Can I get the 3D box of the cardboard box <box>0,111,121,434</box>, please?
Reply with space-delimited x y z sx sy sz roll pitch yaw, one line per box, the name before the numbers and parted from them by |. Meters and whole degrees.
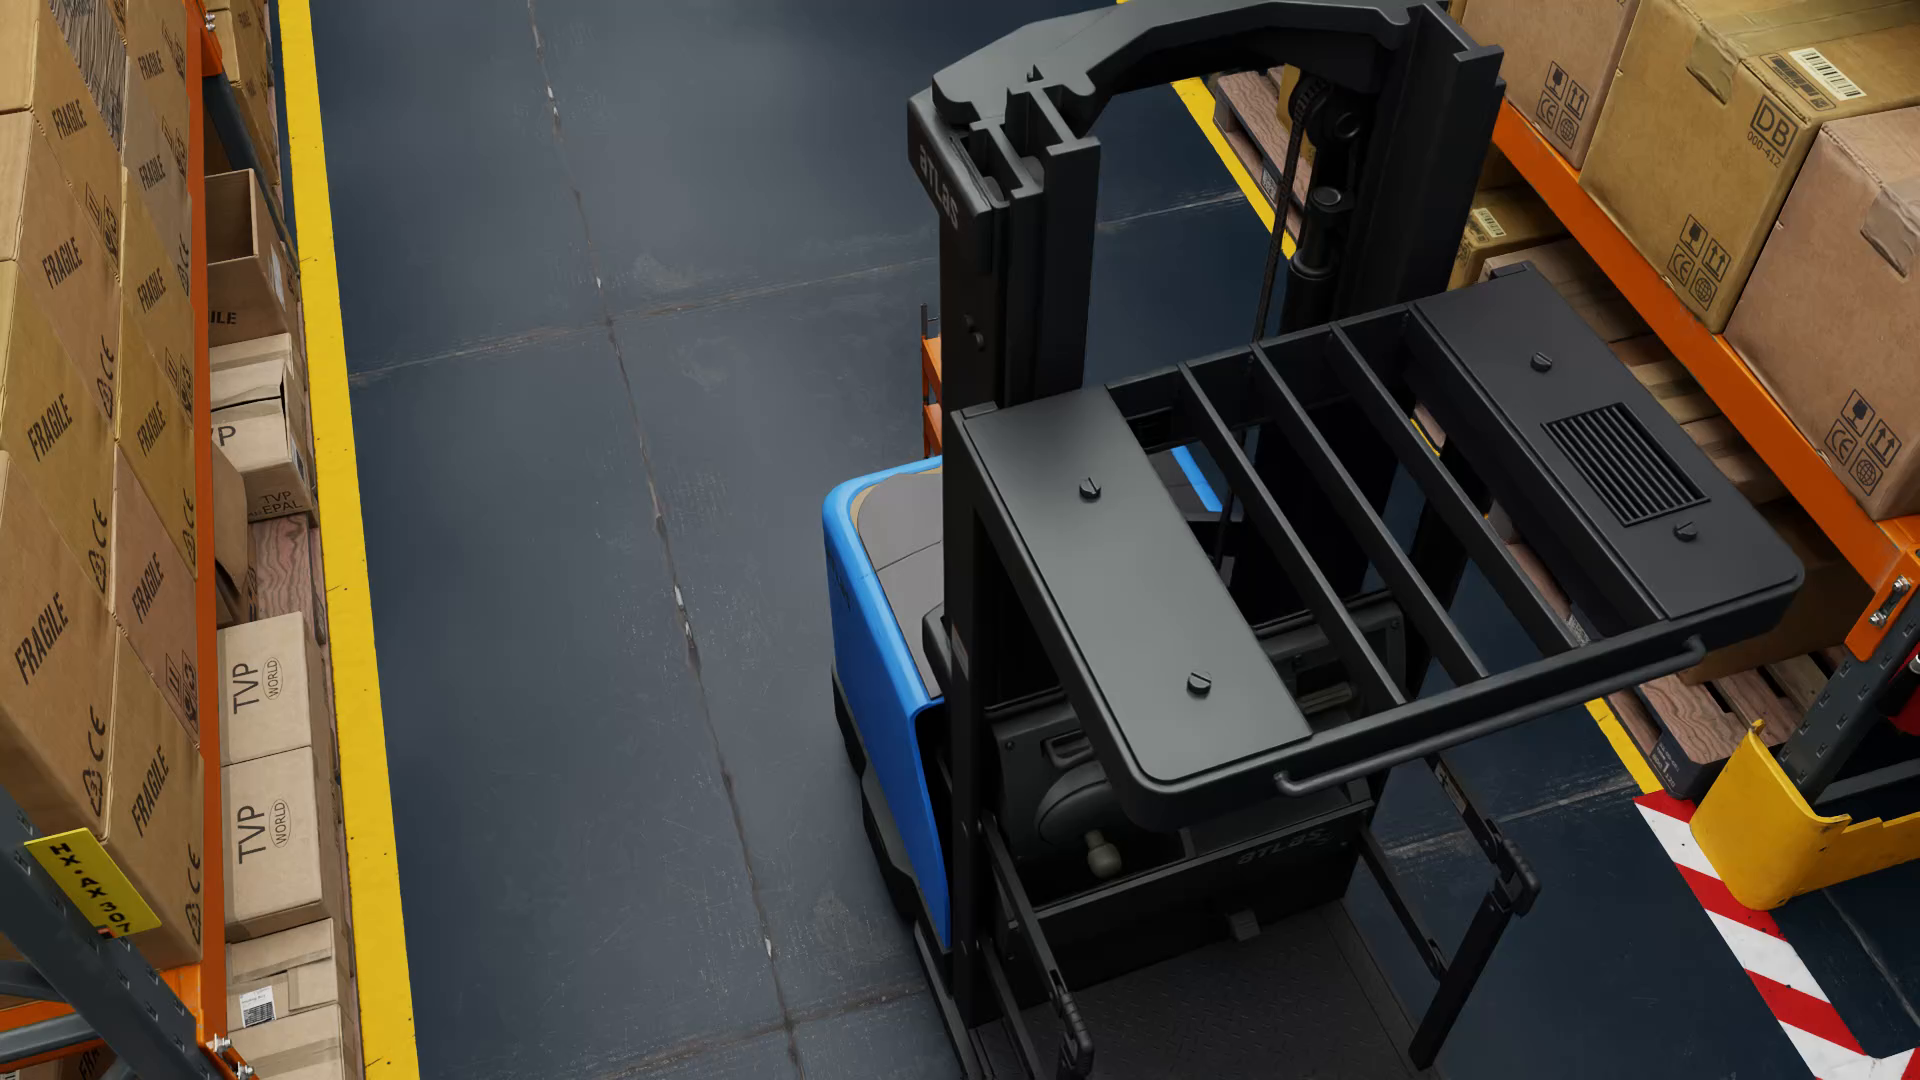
cardboard box | -2.129 -0.512 3.500 0.500 0.500 0.500 -13 51 -10

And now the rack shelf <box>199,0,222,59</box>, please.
rack shelf | -3.719 -3.177 6.937 1.077 0.370 4.000 -13 51 -11

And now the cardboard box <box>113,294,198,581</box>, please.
cardboard box | -2.128 -0.186 3.879 0.500 0.500 0.500 -13 51 -11

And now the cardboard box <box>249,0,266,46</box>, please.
cardboard box | -3.347 -2.446 7.198 0.500 0.500 0.500 -13 51 -11

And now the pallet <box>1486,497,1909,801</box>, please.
pallet | 2.475 0.183 5.458 1.003 0.211 1.213 -13 51 -11

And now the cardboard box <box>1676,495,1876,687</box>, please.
cardboard box | 2.483 0.032 5.121 0.700 0.500 0.500 -13 51 -11

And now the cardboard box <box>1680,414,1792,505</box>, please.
cardboard box | 2.271 -0.229 4.918 0.380 0.149 0.250 -14 51 -11

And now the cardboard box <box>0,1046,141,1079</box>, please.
cardboard box | -2.341 1.296 4.043 0.500 0.500 0.500 -13 51 -11

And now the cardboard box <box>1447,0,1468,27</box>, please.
cardboard box | 1.959 -2.233 5.475 0.980 0.700 0.700 -14 51 -12

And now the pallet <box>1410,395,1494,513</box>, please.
pallet | 2.118 -0.706 6.208 1.003 0.211 1.213 -13 51 -11

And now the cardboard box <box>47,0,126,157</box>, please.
cardboard box | -2.428 -1.250 4.123 0.500 0.500 0.500 -13 51 -11

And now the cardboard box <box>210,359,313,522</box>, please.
cardboard box | -2.467 -0.324 5.532 0.500 0.311 0.500 -13 51 -11

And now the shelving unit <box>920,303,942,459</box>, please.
shelving unit | 0.016 -0.299 5.316 0.215 1.050 0.252 -13 51 -11

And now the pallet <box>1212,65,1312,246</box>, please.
pallet | 1.753 -1.599 6.960 1.003 0.211 1.213 -13 51 -11

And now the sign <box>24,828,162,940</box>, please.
sign | -1.427 0.571 2.740 0.100 0.325 0.005 -13 51 -11

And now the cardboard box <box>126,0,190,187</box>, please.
cardboard box | -2.581 -1.297 4.816 0.500 0.500 0.500 -12 51 -10

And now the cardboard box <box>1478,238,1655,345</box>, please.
cardboard box | 2.186 -0.700 5.739 0.700 0.500 0.500 -15 51 -12

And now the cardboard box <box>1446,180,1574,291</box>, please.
cardboard box | 2.021 -1.088 6.066 0.700 0.500 0.500 -12 51 -10

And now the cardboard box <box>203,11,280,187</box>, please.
cardboard box | -3.038 -1.693 6.562 0.500 0.500 0.500 -15 52 -13

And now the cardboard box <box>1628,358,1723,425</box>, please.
cardboard box | 2.195 -0.416 5.075 0.380 0.149 0.250 -12 51 -10

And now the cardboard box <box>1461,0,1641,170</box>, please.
cardboard box | 2.183 -1.704 5.029 0.980 0.700 0.700 -16 52 -13

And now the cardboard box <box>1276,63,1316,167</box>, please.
cardboard box | 1.726 -1.831 6.692 0.700 0.500 0.500 -13 51 -11

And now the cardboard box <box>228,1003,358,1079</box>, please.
cardboard box | -1.741 1.367 4.213 0.380 0.149 0.250 -13 51 -11

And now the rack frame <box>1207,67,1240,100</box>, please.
rack frame | 1.603 -3.071 6.377 1.000 3.000 0.127 -13 51 -11

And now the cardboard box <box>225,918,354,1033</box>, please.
cardboard box | -1.814 1.179 4.360 0.380 0.166 0.250 -13 51 -11

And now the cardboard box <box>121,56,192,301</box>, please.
cardboard box | -2.427 -0.922 4.500 0.500 0.500 0.500 -12 51 -10

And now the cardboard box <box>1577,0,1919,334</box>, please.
cardboard box | 2.400 -1.145 4.557 0.980 0.700 0.700 -14 51 -11

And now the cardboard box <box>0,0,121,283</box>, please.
cardboard box | -2.280 -0.882 3.813 0.500 0.500 0.500 -14 51 -11

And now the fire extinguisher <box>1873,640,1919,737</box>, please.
fire extinguisher | 2.390 0.210 3.905 0.296 0.674 0.183 -13 51 -11

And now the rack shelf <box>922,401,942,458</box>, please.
rack shelf | 0.016 -0.293 5.324 0.215 0.259 0.240 -13 51 -11

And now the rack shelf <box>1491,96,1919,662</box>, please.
rack shelf | 2.195 -1.378 5.421 1.077 0.370 4.000 -13 51 -11

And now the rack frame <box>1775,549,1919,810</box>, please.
rack frame | 2.786 -0.150 3.914 1.000 3.000 0.127 -13 51 -11

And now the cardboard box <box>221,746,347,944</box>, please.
cardboard box | -1.983 0.891 4.547 0.500 0.250 0.500 -13 51 -11

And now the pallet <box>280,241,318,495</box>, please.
pallet | -2.926 -0.548 6.074 1.003 0.211 1.213 -13 51 -11

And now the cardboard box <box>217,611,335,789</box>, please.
cardboard box | -2.131 0.526 4.855 0.500 0.250 0.500 -13 51 -11

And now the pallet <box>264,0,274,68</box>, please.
pallet | -3.769 -2.528 7.743 1.003 0.211 1.213 -13 51 -11

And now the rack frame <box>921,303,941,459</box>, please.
rack frame | -0.020 -0.388 5.391 0.200 1.050 0.008 -13 51 -11

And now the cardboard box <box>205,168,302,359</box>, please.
cardboard box | -2.688 -0.932 5.921 0.500 0.500 0.500 -13 51 -11

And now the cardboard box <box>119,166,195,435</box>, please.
cardboard box | -2.274 -0.551 4.187 0.500 0.500 0.500 -13 51 -10

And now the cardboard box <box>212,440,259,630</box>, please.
cardboard box | -2.567 0.086 5.061 0.797 0.503 0.637 -13 51 -11

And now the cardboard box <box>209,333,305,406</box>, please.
cardboard box | -2.520 -0.559 5.836 0.380 0.149 0.250 -13 51 -11

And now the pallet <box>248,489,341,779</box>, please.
pallet | -2.561 0.345 5.321 1.003 0.211 1.213 -13 51 -11

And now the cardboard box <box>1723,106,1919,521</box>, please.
cardboard box | 2.626 -0.616 4.112 0.980 0.700 0.700 -11 51 -9

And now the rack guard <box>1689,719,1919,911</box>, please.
rack guard | 2.793 0.674 4.855 1.175 0.500 0.348 -13 51 -11

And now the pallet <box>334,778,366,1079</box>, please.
pallet | -2.204 1.235 4.571 1.003 0.211 1.213 -13 51 -11

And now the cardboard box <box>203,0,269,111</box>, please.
cardboard box | -3.207 -2.080 6.889 0.500 0.500 0.500 -13 51 -10

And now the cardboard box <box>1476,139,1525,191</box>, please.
cardboard box | 1.808 -1.368 5.877 0.380 0.149 0.250 -15 51 -12

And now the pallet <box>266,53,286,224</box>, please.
pallet | -3.405 -1.635 6.990 1.003 0.211 1.213 -13 51 -11

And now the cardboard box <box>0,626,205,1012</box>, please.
cardboard box | -1.824 0.557 3.253 0.500 0.500 0.500 -12 51 -10

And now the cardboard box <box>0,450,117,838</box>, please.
cardboard box | -1.824 0.235 2.871 0.500 0.500 0.500 -12 51 -10

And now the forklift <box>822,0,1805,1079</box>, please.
forklift | 0.597 0.534 3.383 1.130 2.935 3.031 -16 52 -13

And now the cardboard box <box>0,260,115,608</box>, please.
cardboard box | -1.986 -0.145 3.191 0.500 0.500 0.500 -13 51 -11

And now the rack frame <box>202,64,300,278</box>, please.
rack frame | -3.128 -1.948 5.431 1.000 3.000 0.127 -13 51 -11

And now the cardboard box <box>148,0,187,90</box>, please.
cardboard box | -2.735 -1.673 5.133 0.500 0.500 0.500 -13 51 -10

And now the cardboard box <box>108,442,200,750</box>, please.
cardboard box | -1.982 0.182 3.570 0.500 0.500 0.500 -14 51 -11

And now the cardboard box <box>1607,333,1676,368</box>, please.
cardboard box | 2.335 -0.333 5.429 0.700 0.500 0.500 -13 51 -11

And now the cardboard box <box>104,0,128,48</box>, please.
cardboard box | -2.577 -1.618 4.433 0.500 0.500 0.500 -14 51 -12

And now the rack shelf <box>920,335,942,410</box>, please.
rack shelf | 0.016 -0.475 5.107 0.215 0.259 0.240 -13 51 -11

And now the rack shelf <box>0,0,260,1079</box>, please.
rack shelf | -2.536 -0.256 4.474 1.077 0.370 4.000 -13 51 -11
